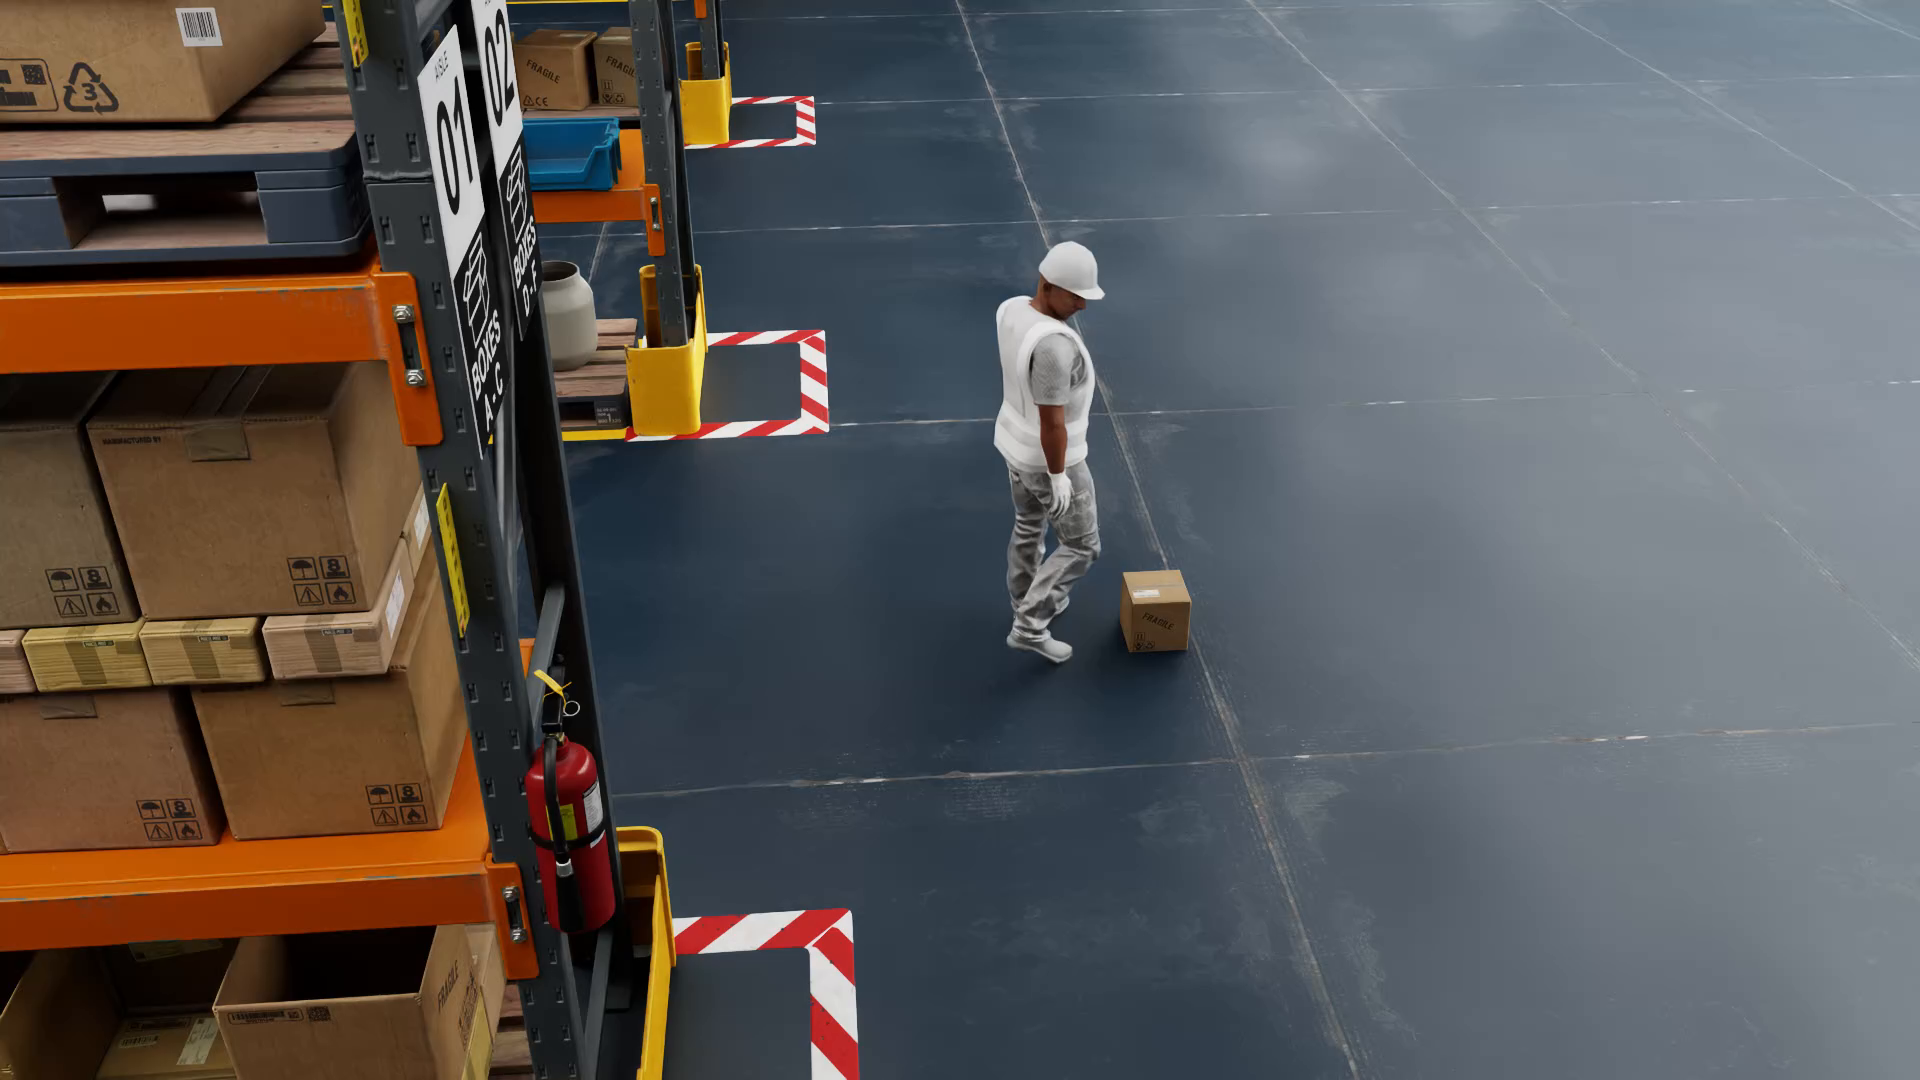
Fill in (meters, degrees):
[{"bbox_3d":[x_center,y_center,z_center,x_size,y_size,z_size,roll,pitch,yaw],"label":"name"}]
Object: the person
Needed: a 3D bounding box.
[{"bbox_3d":[0.340,-0.358,6.691,0.450,1.779,0.656,-11,33,-18],"label":"person"}]
